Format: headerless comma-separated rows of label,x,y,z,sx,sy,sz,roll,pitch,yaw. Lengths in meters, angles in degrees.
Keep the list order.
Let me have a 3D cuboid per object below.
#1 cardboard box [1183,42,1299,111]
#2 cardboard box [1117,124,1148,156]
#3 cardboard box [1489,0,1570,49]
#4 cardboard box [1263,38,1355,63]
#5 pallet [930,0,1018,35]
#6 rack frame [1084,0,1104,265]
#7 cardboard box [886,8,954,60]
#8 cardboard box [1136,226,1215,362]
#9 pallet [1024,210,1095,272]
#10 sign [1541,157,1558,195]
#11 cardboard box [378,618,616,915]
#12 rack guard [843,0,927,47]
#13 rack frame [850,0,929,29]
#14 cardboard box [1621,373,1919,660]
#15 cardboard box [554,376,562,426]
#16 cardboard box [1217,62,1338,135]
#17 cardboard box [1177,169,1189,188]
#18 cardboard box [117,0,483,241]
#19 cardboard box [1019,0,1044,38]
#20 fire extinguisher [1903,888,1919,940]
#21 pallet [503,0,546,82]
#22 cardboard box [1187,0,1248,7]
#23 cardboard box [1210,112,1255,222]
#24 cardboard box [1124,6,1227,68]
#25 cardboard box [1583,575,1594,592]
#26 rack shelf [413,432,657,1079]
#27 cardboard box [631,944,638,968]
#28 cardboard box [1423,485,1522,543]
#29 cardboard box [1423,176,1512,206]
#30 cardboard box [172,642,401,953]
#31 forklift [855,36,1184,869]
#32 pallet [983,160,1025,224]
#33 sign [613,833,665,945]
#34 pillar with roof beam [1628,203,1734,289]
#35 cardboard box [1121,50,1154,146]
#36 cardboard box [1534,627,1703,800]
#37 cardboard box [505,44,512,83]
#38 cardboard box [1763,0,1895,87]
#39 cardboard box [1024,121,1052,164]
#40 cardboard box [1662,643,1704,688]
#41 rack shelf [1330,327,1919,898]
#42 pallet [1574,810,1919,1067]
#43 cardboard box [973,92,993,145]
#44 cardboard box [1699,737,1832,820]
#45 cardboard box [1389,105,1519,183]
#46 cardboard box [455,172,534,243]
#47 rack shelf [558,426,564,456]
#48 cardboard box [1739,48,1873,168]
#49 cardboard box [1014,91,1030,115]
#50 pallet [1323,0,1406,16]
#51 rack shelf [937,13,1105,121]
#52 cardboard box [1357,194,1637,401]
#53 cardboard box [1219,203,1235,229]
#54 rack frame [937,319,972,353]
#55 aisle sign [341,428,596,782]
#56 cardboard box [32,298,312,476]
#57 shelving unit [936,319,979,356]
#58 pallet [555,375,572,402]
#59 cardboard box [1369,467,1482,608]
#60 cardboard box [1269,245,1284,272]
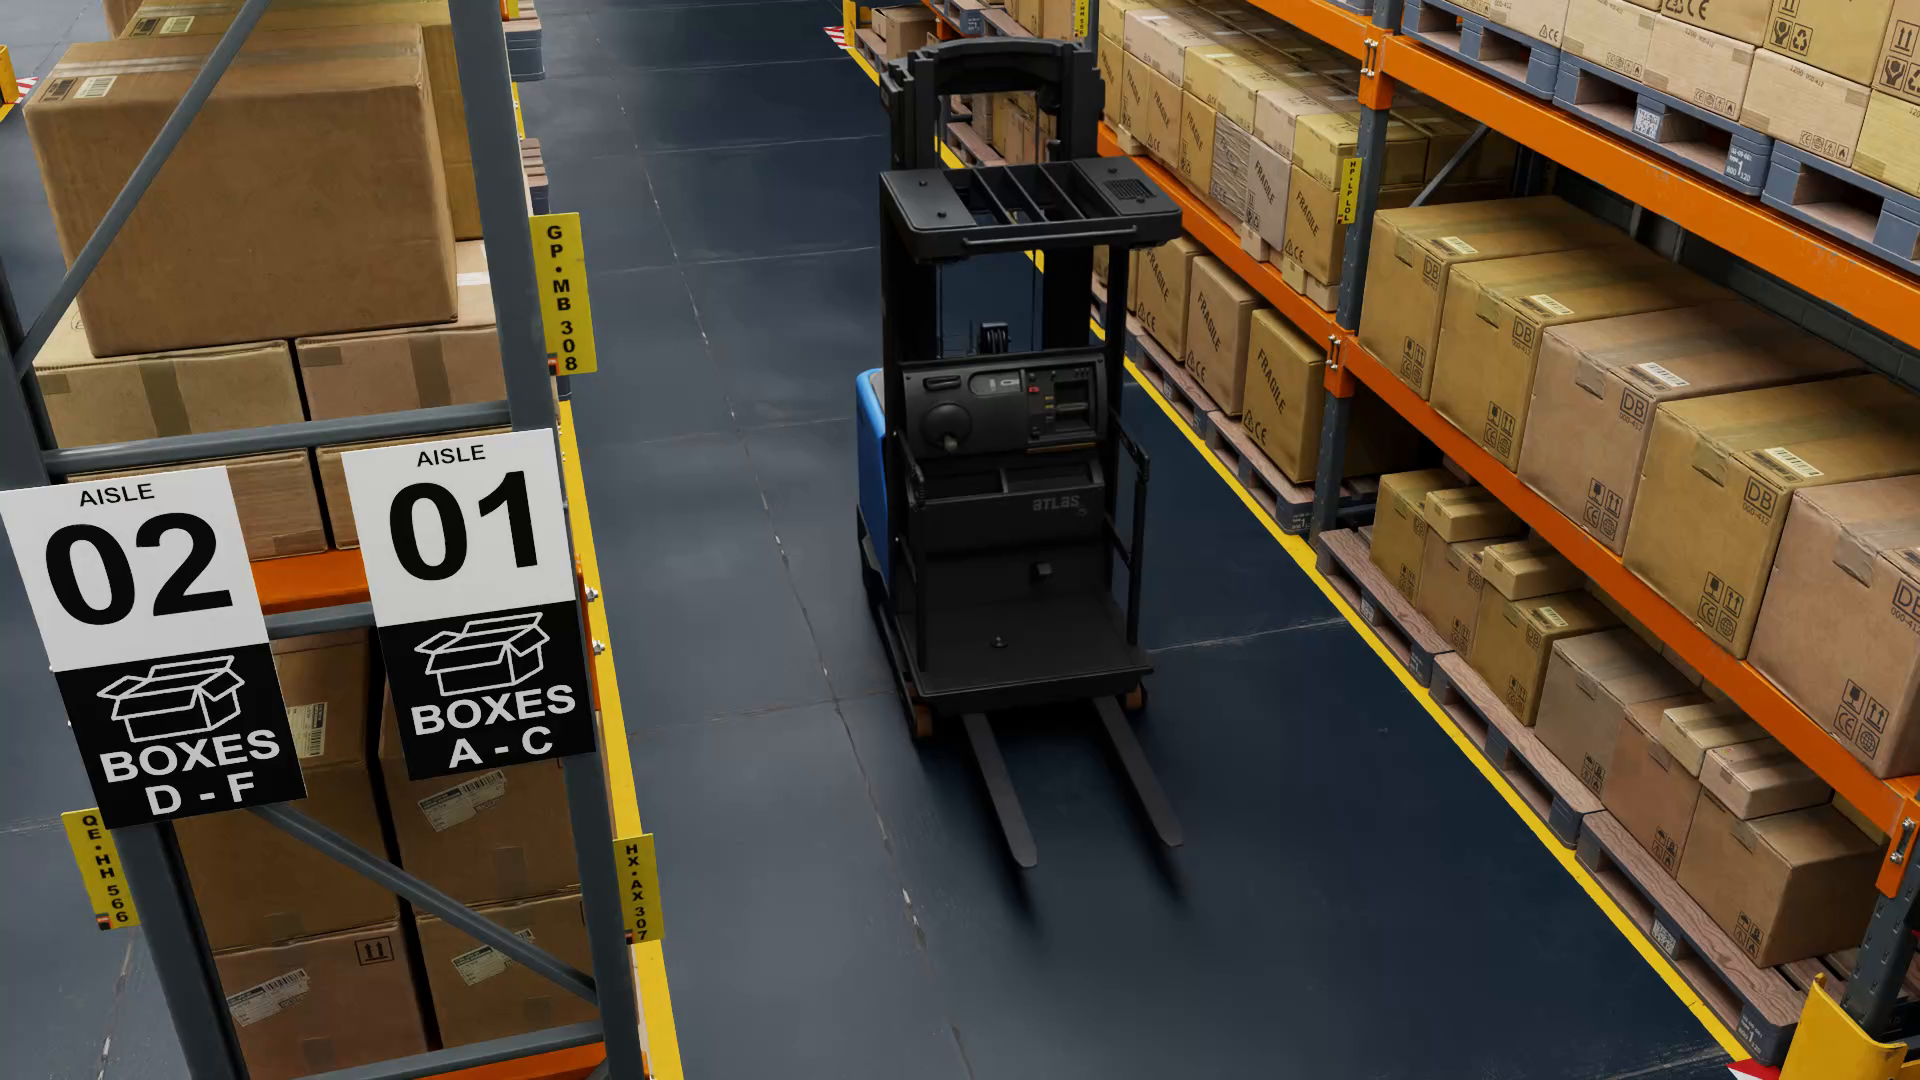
cardboard box,1.656,-2.750,9.841,0.500,0.250,0.500,-8,31,-14
cardboard box,1.275,-2.692,11.137,0.380,0.149,0.250,-7,31,-12
cardboard box,2.475,-2.154,6.613,0.500,0.250,0.500,-9,31,-14
cardboard box,2.136,-2.820,9.963,0.500,0.250,0.500,-9,31,-14
pallet,0.364,-4.705,14.575,1.003,0.211,1.213,-8,31,-13
rack frame,1.363,-3.244,11.861,1.000,3.000,0.127,-8,31,-13
cardboard box,-0.366,-5.234,17.355,0.700,0.500,0.500,-10,31,-16
cardboard box,1.658,-1.699,10.918,0.750,0.750,0.750,-8,31,-14
pallet,1.157,-2.415,13.212,1.003,0.211,1.213,-8,31,-13
sign,2.959,-1.796,8.415,0.100,0.325,0.005,-8,31,-13
cardboard box,-1.152,0.555,4.200,0.500,0.500,0.500,-7,31,-12
rack guard,-0.740,-5.990,19.099,1.175,0.500,0.348,-8,31,-13
rack frame,-0.760,-7.108,18.536,1.000,3.000,0.127,-8,31,-13
cardboard box,3.138,-0.105,6.138,0.980,0.700,0.700,-8,31,-14
cardboard box,-1.300,-0.478,4.238,0.500,0.250,0.500,-8,31,-13
cardboard box,1.792,-2.504,9.416,0.500,0.250,0.500,-7,31,-12
cardboard box,1.596,-2.337,10.524,0.380,0.149,0.250,-7,31,-13
cardboard box,-1.492,-0.993,3.879,0.700,0.500,0.500,-8,31,-13
cardboard box,0.877,-4.302,13.150,0.700,0.500,0.500,-8,31,-13
fire extinguisher,3.082,0.949,5.066,0.296,0.674,0.183,-8,31,-13
pallet,-2.456,-2.193,7.238,1.213,0.211,1.003,-8,31,-13
cardboard box,1.733,-3.565,11.249,0.500,0.250,0.500,-7,31,-12
cardboard box,1.789,-2.171,9.590,0.500,0.500,0.500,-8,31,-13
cardboard box,1.378,-3.236,10.682,0.500,0.250,0.500,-8,31,-14
cardboard box,2.956,0.089,7.531,0.380,0.149,0.250,-8,31,-13
rack shelf,-1.819,0.625,5.893,1.077,0.370,4.000,-8,31,-13
cardboard box,-1.425,1.496,5.976,0.500,0.250,0.500,-8,31,-13
cardboard box,2.439,-0.129,7.906,0.380,0.149,0.250,-7,31,-12
cardboard box,2.546,-1.749,8.860,0.500,0.500,0.500,-9,31,-15
cardboard box,-1.672,0.626,4.077,0.500,0.500,0.500,-8,31,-14
forklift,0.254,-0.557,7.286,1.130,2.935,3.031,-6,31,-11
pallet,0.837,-3.003,14.228,1.003,0.211,1.213,-8,31,-13
sign,-0.765,0.833,3.952,0.100,0.325,0.005,-8,31,-13
pillar with roof beam,-0.706,-3.113,5.646,9.100,9.000,0.400,-8,31,-13
cardboard box,1.375,-2.902,10.853,0.500,0.500,0.500,-7,31,-12
cardboard box,2.937,0.710,7.104,0.700,0.500,0.500,-9,31,-15
cardboard box,-1.699,-1.419,5.364,0.500,0.250,0.500,-8,31,-13
cardboard box,2.907,-1.724,5.121,0.500,0.500,0.500,-7,31,-12
cardboard box,0.938,-3.194,13.830,0.700,0.500,0.500,-8,31,-14
cardboard box,3.161,0.460,6.890,0.380,0.149,0.250,-7,31,-13
rack shelf,2.956,-0.035,7.034,1.077,0.370,4.000,-8,31,-13
pallet,3.199,1.451,6.533,1.003,0.211,1.213,-8,31,-13
cardboard box,0.513,-3.931,15.104,0.700,0.500,0.500,-7,31,-12
cardboard box,2.994,0.876,6.170,0.380,0.149,0.250,-8,31,-14
cardboard box,2.554,-2.074,8.674,0.500,0.250,0.500,-7,31,-12
cardboard box,-1.300,-0.695,4.112,0.500,0.250,0.500,-8,31,-13
rack shelf,-2.881,-1.307,9.231,1.077,0.370,4.000,-8,31,-13
cardboard box,2.897,-1.408,5.325,0.500,0.250,0.500,-9,31,-15
cardboard box,0.775,-3.793,14.116,0.500,0.250,0.500,-9,31,-15
pallet,2.134,-2.964,8.573,0.805,0.209,1.217,-9,31,-15
rack shelf,0.832,-3.899,13.710,1.077,0.370,4.000,-8,31,-13
cardboard box,2.553,-1.178,7.991,0.980,0.700,0.700,-7,31,-13
cardboard box,1.767,-1.957,9.868,0.380,0.149,0.250,-9,31,-15
rack frame,-0.051,-0.649,9.173,0.240,1.200,0.006,-6,31,-11
aisle sign,-0.987,0.149,3.404,0.394,0.787,0.004,-8,31,-13
cardboard box,-1.671,-0.384,3.575,0.500,0.250,0.500,-8,31,-13
shelving unit,-0.032,-0.604,9.096,0.258,1.200,0.189,-6,31,-11
pallet,-2.457,-0.969,8.122,1.003,0.211,1.213,-8,31,-13
cardboard box,2.524,-0.037,8.396,0.700,0.500,0.500,-7,31,-13
cardboard box,1.947,-1.588,9.230,0.380,0.149,0.250,-7,31,-12
